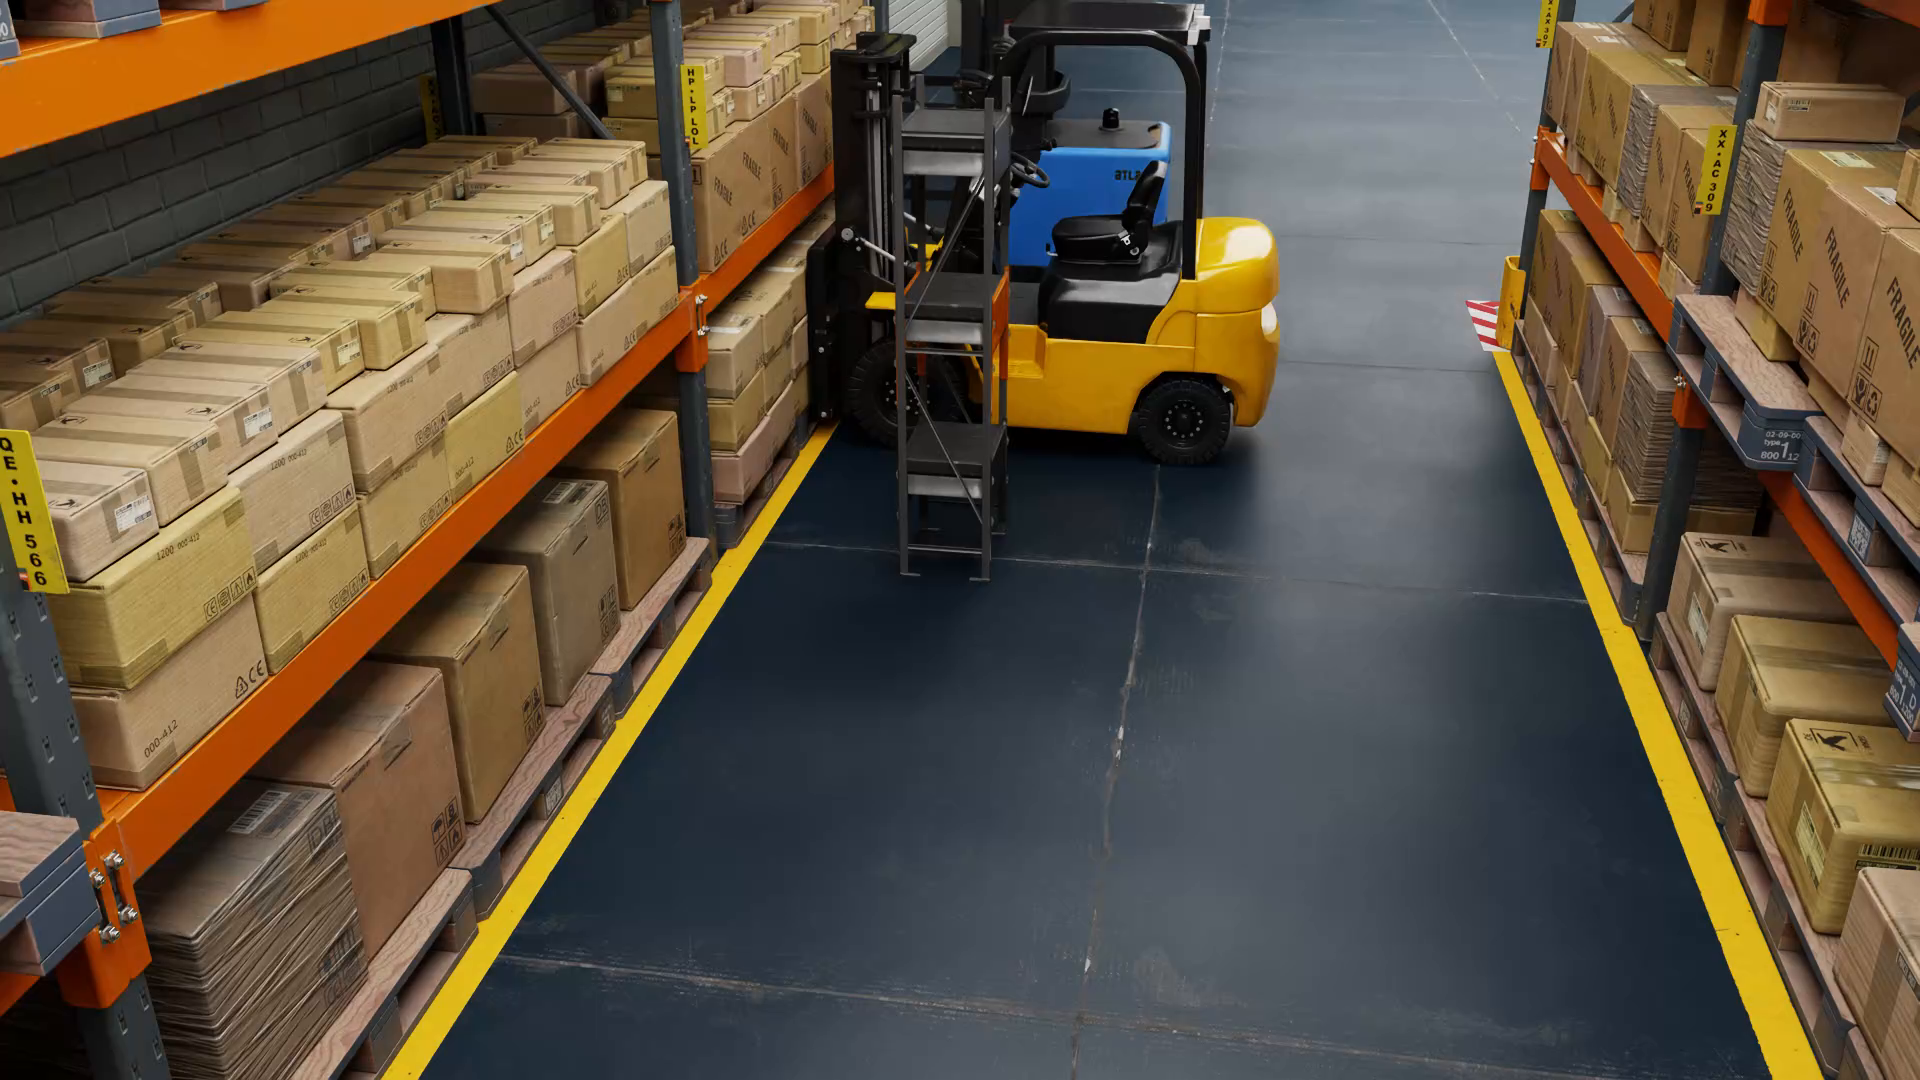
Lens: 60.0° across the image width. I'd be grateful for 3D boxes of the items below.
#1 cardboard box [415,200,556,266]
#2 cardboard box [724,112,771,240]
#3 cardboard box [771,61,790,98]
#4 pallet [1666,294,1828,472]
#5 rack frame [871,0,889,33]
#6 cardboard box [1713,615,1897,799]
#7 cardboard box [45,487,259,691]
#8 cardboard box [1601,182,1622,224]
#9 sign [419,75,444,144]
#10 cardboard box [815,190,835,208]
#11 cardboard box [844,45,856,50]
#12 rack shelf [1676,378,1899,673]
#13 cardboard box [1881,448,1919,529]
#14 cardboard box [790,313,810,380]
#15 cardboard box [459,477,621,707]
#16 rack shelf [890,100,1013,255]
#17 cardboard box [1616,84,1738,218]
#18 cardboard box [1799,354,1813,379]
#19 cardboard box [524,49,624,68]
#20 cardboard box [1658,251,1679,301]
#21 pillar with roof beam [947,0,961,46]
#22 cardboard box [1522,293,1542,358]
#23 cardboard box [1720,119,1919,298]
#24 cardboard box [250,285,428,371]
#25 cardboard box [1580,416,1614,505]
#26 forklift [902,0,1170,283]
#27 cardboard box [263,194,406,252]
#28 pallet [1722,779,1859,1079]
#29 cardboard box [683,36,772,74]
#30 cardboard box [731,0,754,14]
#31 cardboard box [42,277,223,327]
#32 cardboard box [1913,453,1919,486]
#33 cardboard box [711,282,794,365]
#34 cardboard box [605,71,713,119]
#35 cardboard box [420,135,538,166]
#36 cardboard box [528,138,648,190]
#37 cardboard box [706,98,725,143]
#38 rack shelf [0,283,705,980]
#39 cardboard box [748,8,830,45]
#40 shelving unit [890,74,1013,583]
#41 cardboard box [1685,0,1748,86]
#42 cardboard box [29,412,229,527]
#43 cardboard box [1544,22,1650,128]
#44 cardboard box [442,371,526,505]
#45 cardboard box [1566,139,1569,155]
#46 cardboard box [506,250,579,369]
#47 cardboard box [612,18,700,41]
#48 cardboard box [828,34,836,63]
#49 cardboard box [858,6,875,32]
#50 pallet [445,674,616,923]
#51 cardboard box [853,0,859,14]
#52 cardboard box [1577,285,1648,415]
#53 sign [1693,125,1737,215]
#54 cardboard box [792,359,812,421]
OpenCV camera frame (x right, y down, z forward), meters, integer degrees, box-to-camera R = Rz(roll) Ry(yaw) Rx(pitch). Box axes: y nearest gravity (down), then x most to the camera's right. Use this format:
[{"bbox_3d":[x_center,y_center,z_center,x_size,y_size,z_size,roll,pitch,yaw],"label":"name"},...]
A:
[{"bbox_3d":[-1.567,-1.016,5.500,0.380,0.149,0.250,3,25,7],"label":"cardboard box"},{"bbox_3d":[-1.198,-1.700,7.725,0.500,0.500,0.500,4,25,9],"label":"cardboard box"},{"bbox_3d":[-1.048,-2.255,8.147,0.380,0.149,0.250,3,25,7],"label":"cardboard box"},{"bbox_3d":[3.032,-0.529,5.568,1.003,0.211,1.213,4,25,9],"label":"pallet"},{"bbox_3d":[-0.943,-2.941,10.494,1.000,3.000,0.127,4,25,9],"label":"rack frame"},{"bbox_3d":[3.103,0.595,5.545,0.950,0.372,0.625,6,26,12],"label":"cardboard box"},{"bbox_3d":[-1.912,0.080,3.629,0.500,0.250,0.500,4,25,8],"label":"cardboard box"},{"bbox_3d":[3.293,-1.607,7.942,0.380,0.149,0.250,4,25,9],"label":"cardboard box"},{"bbox_3d":[-2.145,-1.734,6.801,0.100,0.325,0.005,4,25,9],"label":"sign"},{"bbox_3d":[-0.788,-1.910,9.862,0.500,0.250,0.500,4,25,9],"label":"cardboard box"},{"bbox_3d":[-0.859,-2.546,9.532,0.500,0.500,0.500,5,26,10],"label":"cardboard box"},{"bbox_3d":[2.974,0.237,4.554,1.077,0.370,4.000,4,25,9],"label":"rack shelf"},{"bbox_3d":[2.643,-0.136,4.303,0.380,0.149,0.250,3,25,7],"label":"cardboard box"},{"bbox_3d":[-1.039,-1.040,8.593,0.500,0.250,0.500,4,25,8],"label":"cardboard box"},{"bbox_3d":[-1.806,0.160,6.175,0.875,0.625,0.625,4,25,8],"label":"cardboard box"},{"bbox_3d":[-0.027,-1.503,6.866,0.431,0.518,0.480,4,25,9],"label":"rack shelf"},{"bbox_3d":[3.286,-1.742,7.464,0.500,0.500,0.500,5,25,10],"label":"cardboard box"},{"bbox_3d":[2.878,-0.565,5.220,0.380,0.149,0.250,6,26,12],"label":"cardboard box"},{"bbox_3d":[-1.731,-2.110,7.485,0.380,0.149,0.250,4,25,8],"label":"cardboard box"},{"bbox_3d":[3.086,-1.072,6.798,0.380,0.149,0.250,5,25,10],"label":"cardboard box"},{"bbox_3d":[4.262,-10.150,18.819,9.100,9.000,0.400,4,25,9],"label":"pillar with roof beam"},{"bbox_3d":[3.550,-1.225,9.577,0.500,0.250,0.500,4,25,8],"label":"cardboard box"},{"bbox_3d":[2.941,-1.119,5.639,0.500,0.500,0.500,5,25,10],"label":"cardboard box"},{"bbox_3d":[-1.707,-0.587,4.584,0.380,0.149,0.250,5,25,10],"label":"cardboard box"},{"bbox_3d":[3.209,-0.360,7.728,0.500,0.250,0.500,3,25,7],"label":"cardboard box"},{"bbox_3d":[-0.119,-3.086,10.885,3.031,2.935,1.130,3,25,7],"label":"forklift"},{"bbox_3d":[-2.090,-1.051,5.574,0.380,0.149,0.250,4,25,8],"label":"cardboard box"},{"bbox_3d":[2.978,1.175,4.991,1.003,0.211,1.213,4,25,9],"label":"pallet"},{"bbox_3d":[-1.106,-2.288,7.866,0.380,0.149,0.250,4,25,8],"label":"cardboard box"},{"bbox_3d":[-1.369,-2.968,9.318,0.380,0.149,0.250,4,25,9],"label":"cardboard box"},{"bbox_3d":[-2.313,-0.627,4.668,0.380,0.149,0.250,4,25,8],"label":"cardboard box"},{"bbox_3d":[2.602,-0.260,3.804,0.500,0.500,0.500,2,25,5],"label":"cardboard box"},{"bbox_3d":[-1.115,-1.059,8.043,0.500,0.250,0.500,4,25,9],"label":"cardboard box"},{"bbox_3d":[-1.252,-1.854,6.939,0.380,0.149,0.250,5,25,10],"label":"cardboard box"},{"bbox_3d":[-1.866,-1.475,6.479,0.380,0.149,0.250,3,25,7],"label":"cardboard box"},{"bbox_3d":[-1.434,-1.449,6.424,0.380,0.149,0.250,5,26,10],"label":"cardboard box"},{"bbox_3d":[-1.244,-1.830,7.239,0.380,0.149,0.250,5,25,10],"label":"cardboard box"},{"bbox_3d":[-1.924,-0.106,5.286,1.077,0.370,4.000,4,25,9],"label":"rack shelf"},{"bbox_3d":[-0.903,-2.709,8.766,0.380,0.149,0.250,5,25,10],"label":"cardboard box"},{"bbox_3d":[-0.027,-0.882,7.157,0.431,2.100,0.503,4,25,9],"label":"shelving unit"},{"bbox_3d":[3.796,-2.372,7.631,0.700,0.500,0.500,4,25,8],"label":"cardboard box"},{"bbox_3d":[-1.866,-0.159,3.667,0.380,0.149,0.250,5,25,10],"label":"cardboard box"},{"bbox_3d":[3.603,-2.600,9.297,0.500,0.500,0.500,4,25,8],"label":"cardboard box"},{"bbox_3d":[-1.686,-0.338,5.112,0.500,0.250,0.500,5,26,10],"label":"cardboard box"},{"bbox_3d":[3.544,-2.145,9.091,0.380,0.149,0.250,3,25,7],"label":"cardboard box"},{"bbox_3d":[-1.591,-0.774,5.453,0.500,0.250,0.500,5,25,10],"label":"cardboard box"},{"bbox_3d":[-1.529,-2.533,8.390,0.380,0.149,0.250,5,25,10],"label":"cardboard box"},{"bbox_3d":[-0.887,-2.684,9.064,0.380,0.149,0.250,3,25,7],"label":"cardboard box"},{"bbox_3d":[-0.723,-3.115,9.984,0.380,0.149,0.250,4,25,9],"label":"cardboard box"},{"bbox_3d":[-1.876,0.818,5.754,1.003,0.211,1.213,4,25,9],"label":"pallet"},{"bbox_3d":[-0.803,-3.145,9.696,0.380,0.149,0.250,4,25,9],"label":"cardboard box"},{"bbox_3d":[3.296,-0.902,8.003,0.500,0.500,0.500,5,26,11],"label":"cardboard box"},{"bbox_3d":[2.764,-1.352,6.079,0.100,0.325,0.005,4,25,9],"label":"sign"},{"bbox_3d":[-1.055,-0.821,8.715,0.500,0.250,0.500,4,25,9],"label":"cardboard box"}]
